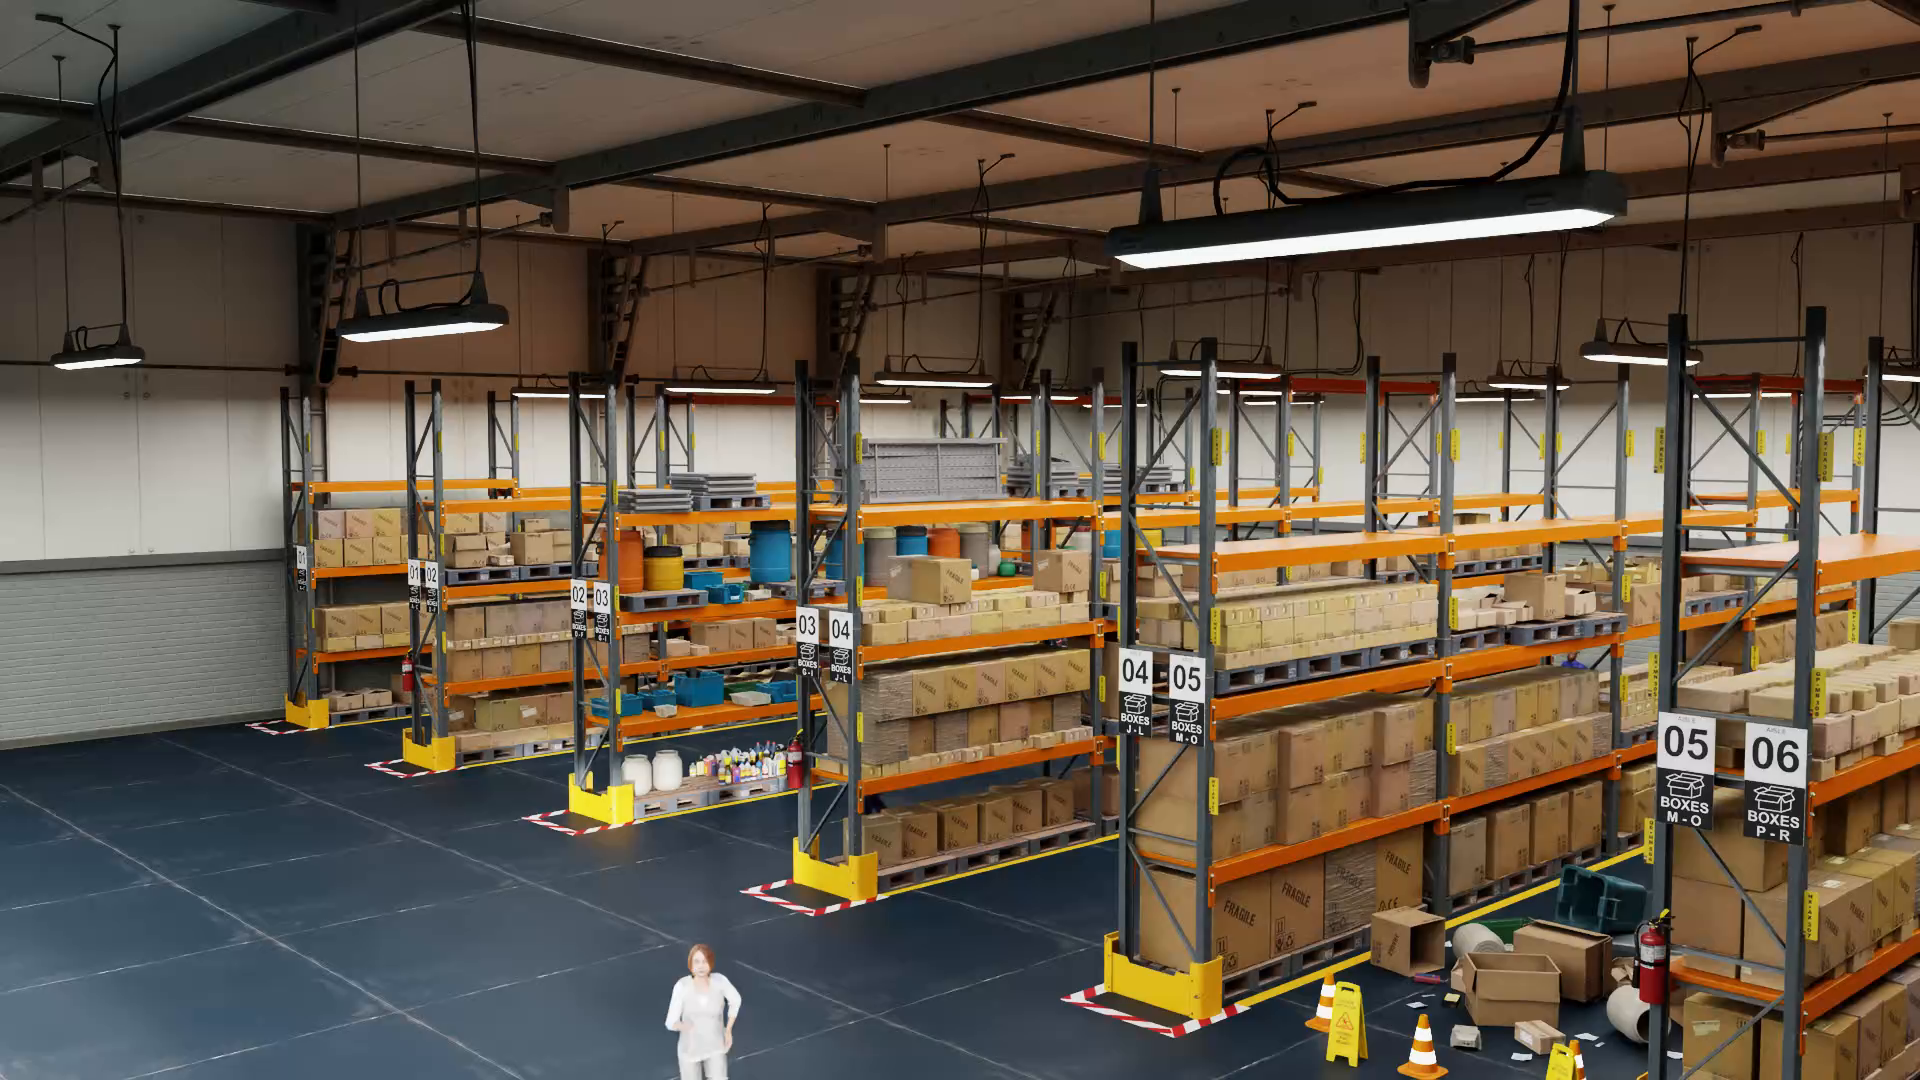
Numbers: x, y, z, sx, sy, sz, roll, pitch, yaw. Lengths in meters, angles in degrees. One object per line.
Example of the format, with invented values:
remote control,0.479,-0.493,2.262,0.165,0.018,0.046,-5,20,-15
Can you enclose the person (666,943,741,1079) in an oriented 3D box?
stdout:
person,-1.788,3.622,11.598,0.514,1.624,0.661,0,4,-7

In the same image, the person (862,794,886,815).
person,-1.197,2.953,21.649,0.568,1.667,0.901,3,4,35

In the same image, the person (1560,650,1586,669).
person,10.079,2.600,27.371,0.598,1.706,0.852,3,5,42
